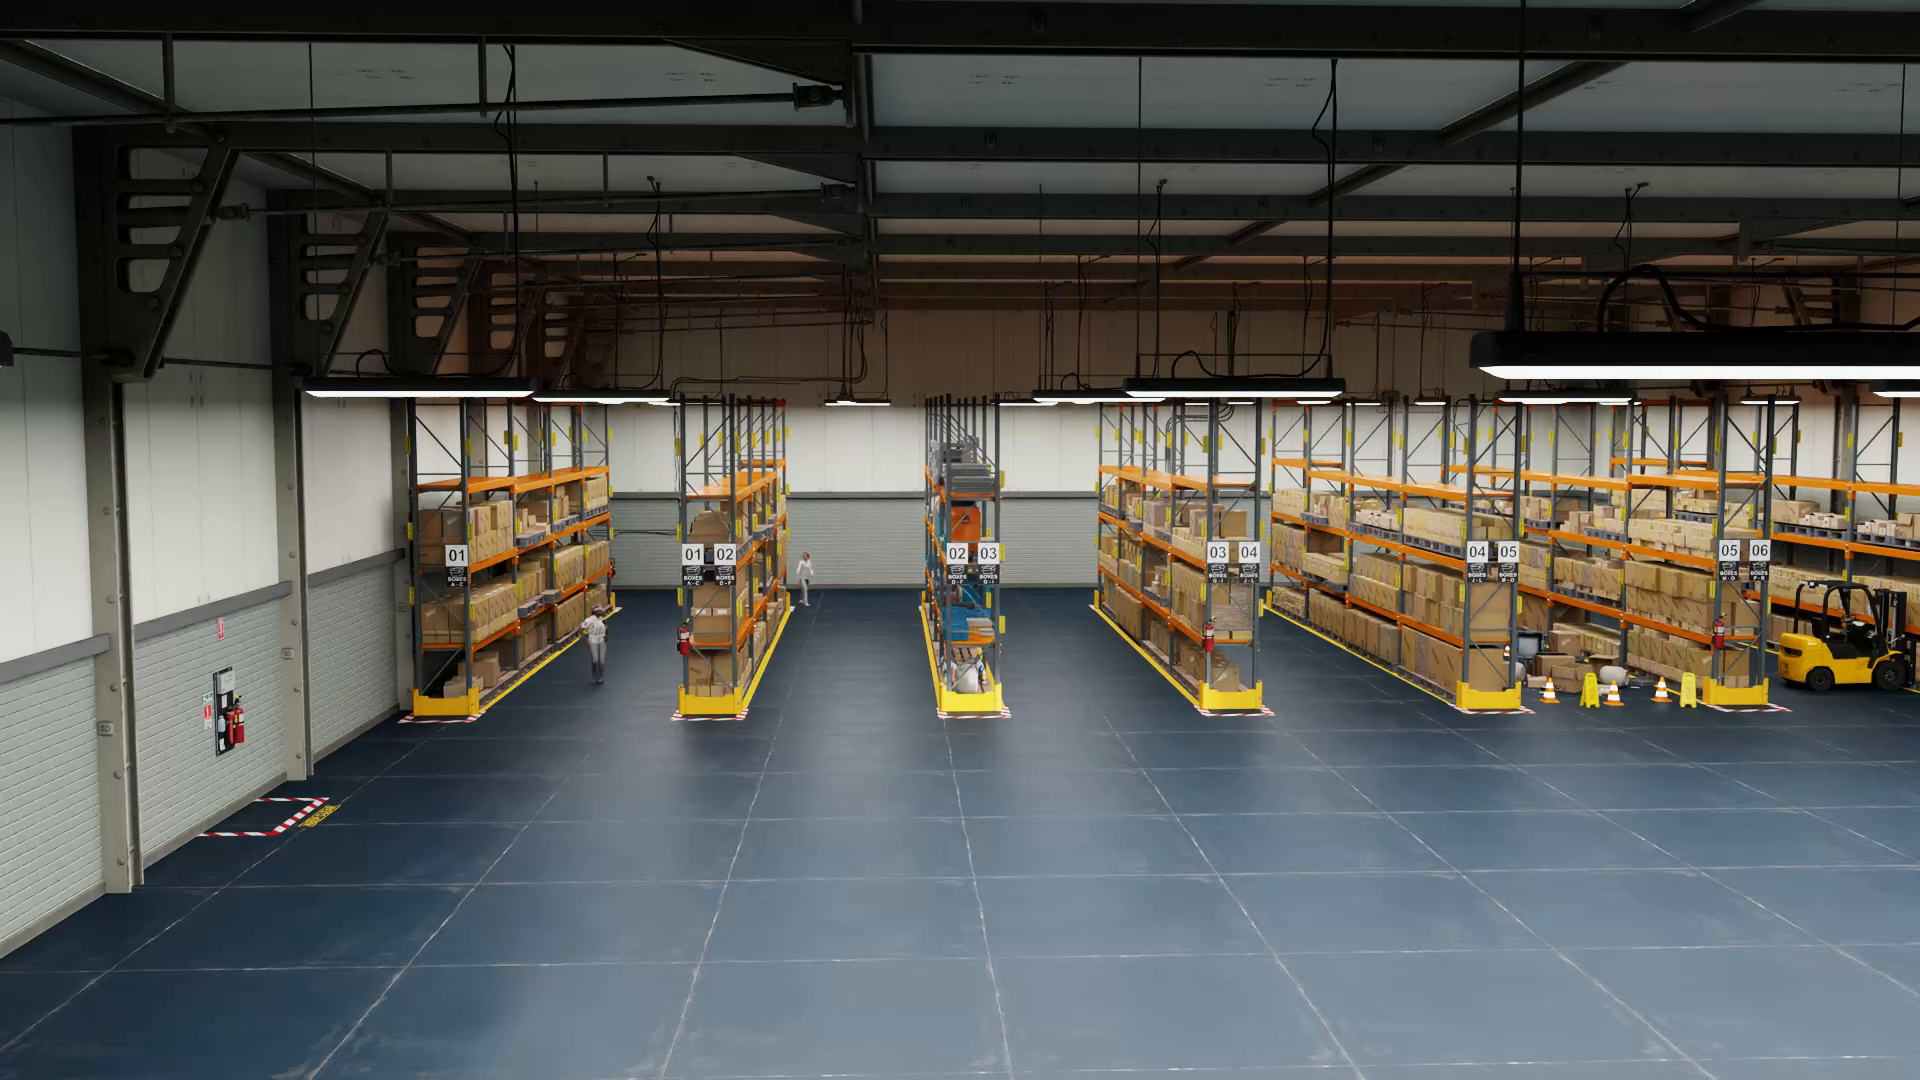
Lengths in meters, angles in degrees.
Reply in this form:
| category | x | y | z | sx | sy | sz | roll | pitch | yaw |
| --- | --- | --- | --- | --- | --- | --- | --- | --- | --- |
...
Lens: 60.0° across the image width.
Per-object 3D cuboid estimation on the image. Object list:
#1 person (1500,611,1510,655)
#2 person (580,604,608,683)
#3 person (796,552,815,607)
| category | x | y | z | sx | sy | sz | roll | pitch | yaw |
| --- | --- | --- | --- | --- | --- | --- | --- | --- | --- |
| person | 12.563 | 1.809 | 38.485 | 0.443 | 1.770 | 0.605 | 2 | 5 | 18 |
| person | -7.625 | 2.171 | 34.705 | 0.587 | 1.687 | 0.524 | -1 | 5 | -18 |
| person | -4.510 | 1.127 | 48.285 | 0.604 | 1.563 | 0.825 | -4 | 6 | -42 |
